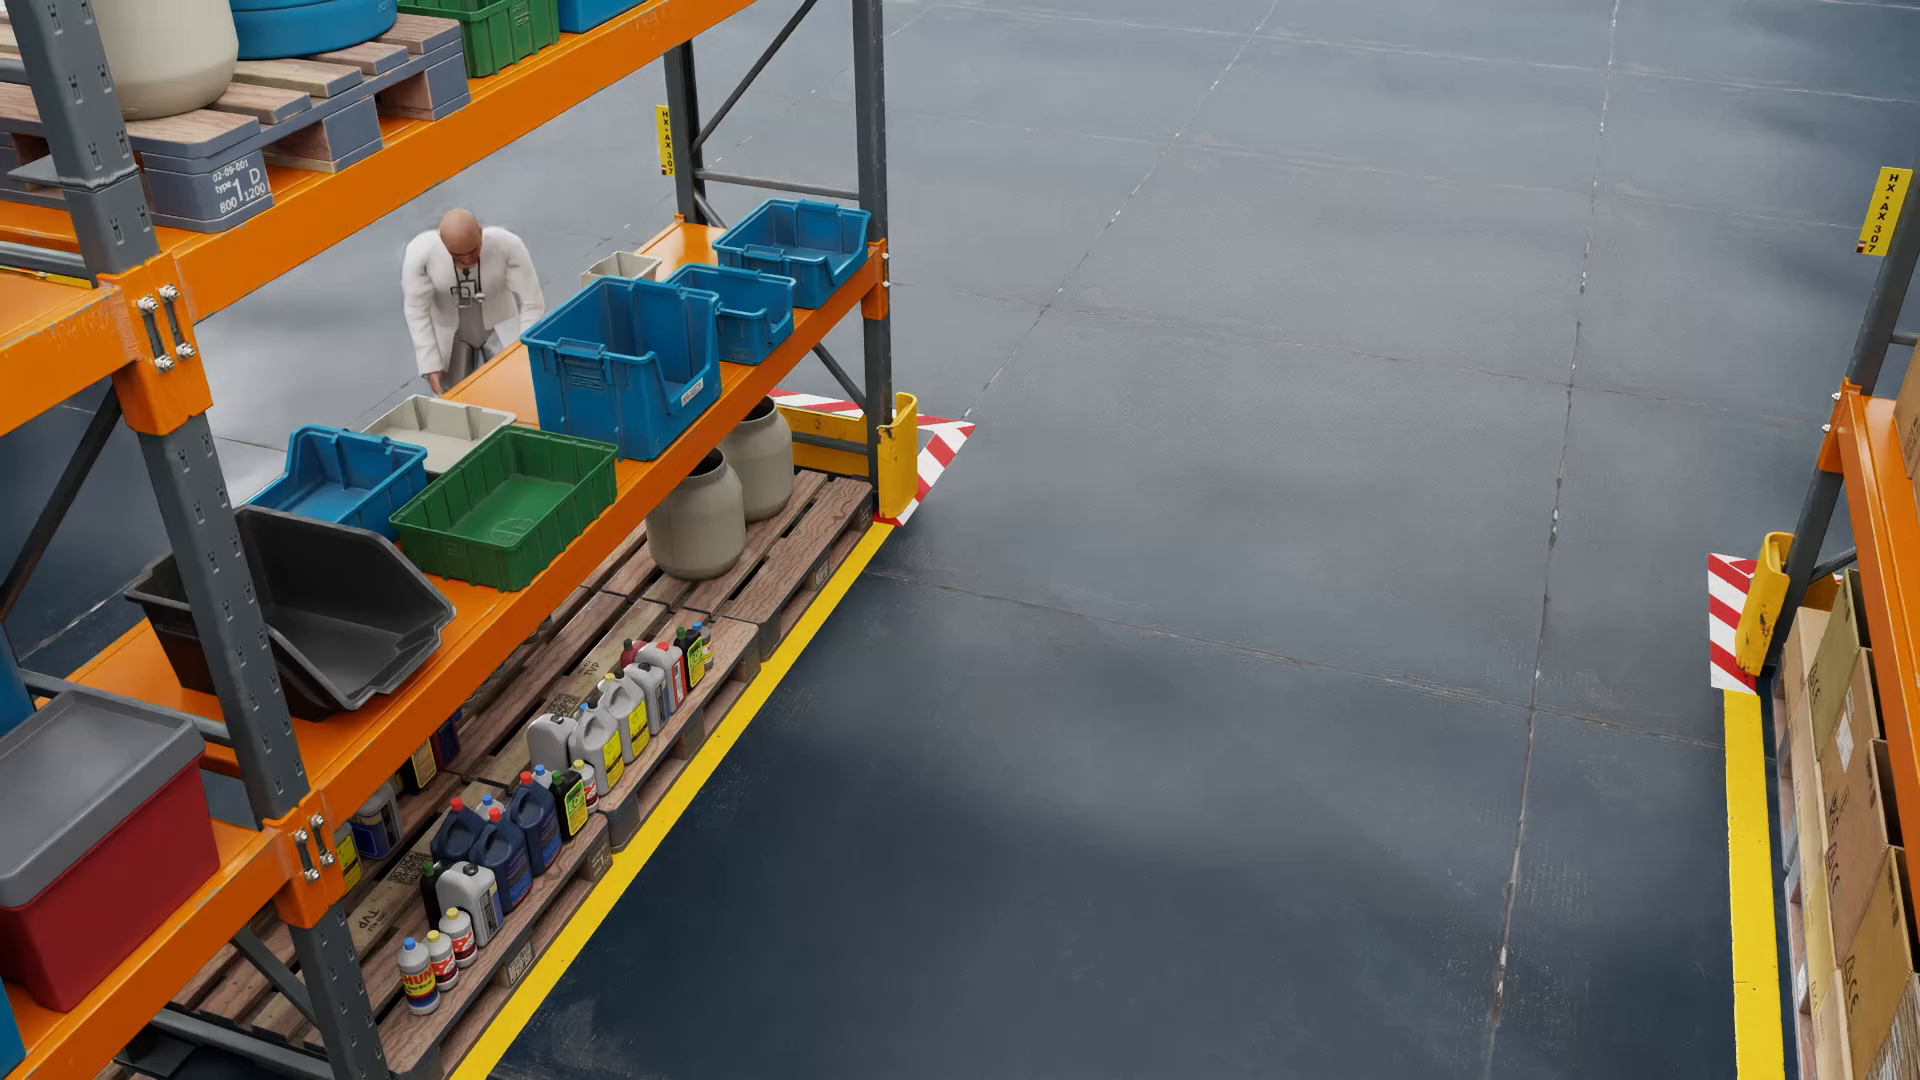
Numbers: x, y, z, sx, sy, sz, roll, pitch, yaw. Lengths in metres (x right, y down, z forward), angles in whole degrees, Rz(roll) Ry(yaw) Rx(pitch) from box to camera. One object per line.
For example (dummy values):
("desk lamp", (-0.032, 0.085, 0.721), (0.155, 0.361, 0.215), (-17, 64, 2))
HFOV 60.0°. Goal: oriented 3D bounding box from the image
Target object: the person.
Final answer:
("person", (-2.255, -0.924, 7.838), (0.621, 1.511, 0.658), (-6, 33, -10))
